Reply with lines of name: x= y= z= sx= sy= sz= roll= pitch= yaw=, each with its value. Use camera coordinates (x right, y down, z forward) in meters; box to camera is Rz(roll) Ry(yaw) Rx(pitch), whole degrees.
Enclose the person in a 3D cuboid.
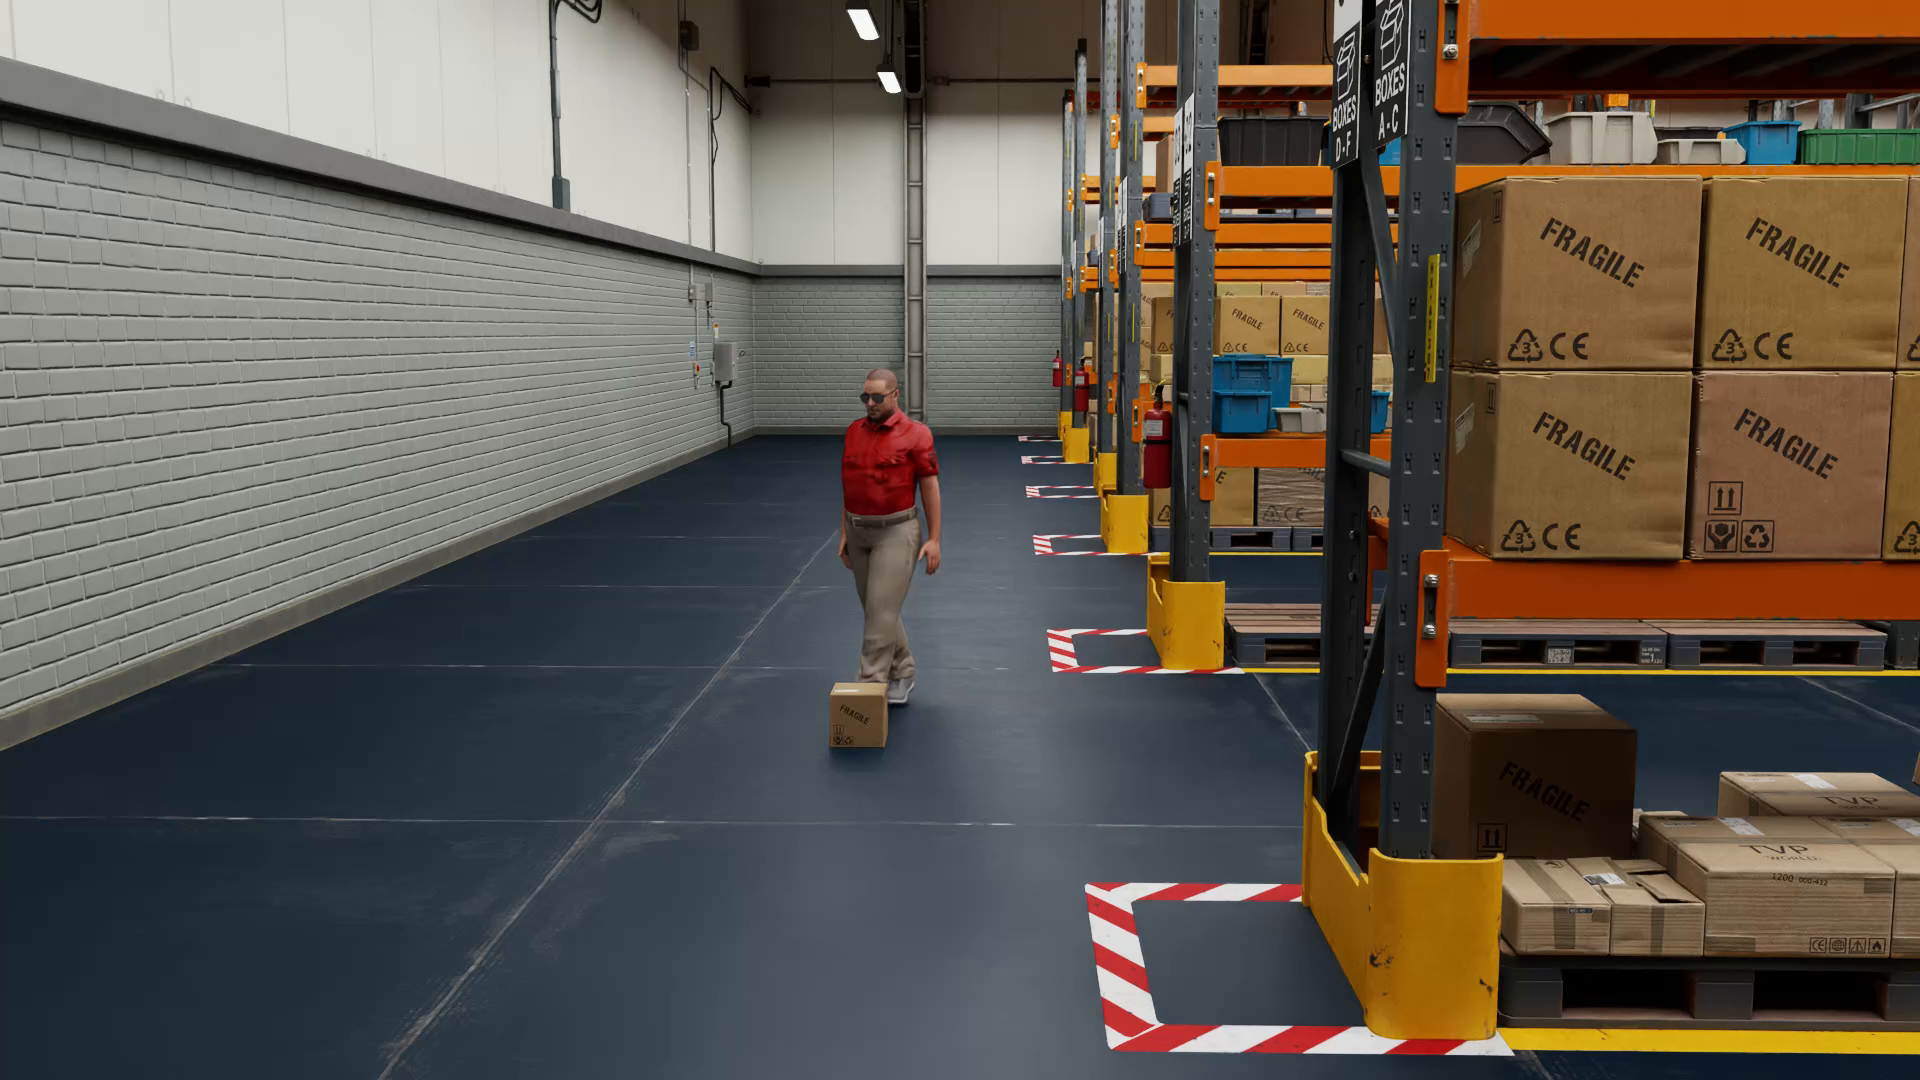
person: x=-0.426 y=0.005 z=8.285 sx=0.550 sy=1.712 sz=0.770 roll=5 pitch=9 yaw=35
